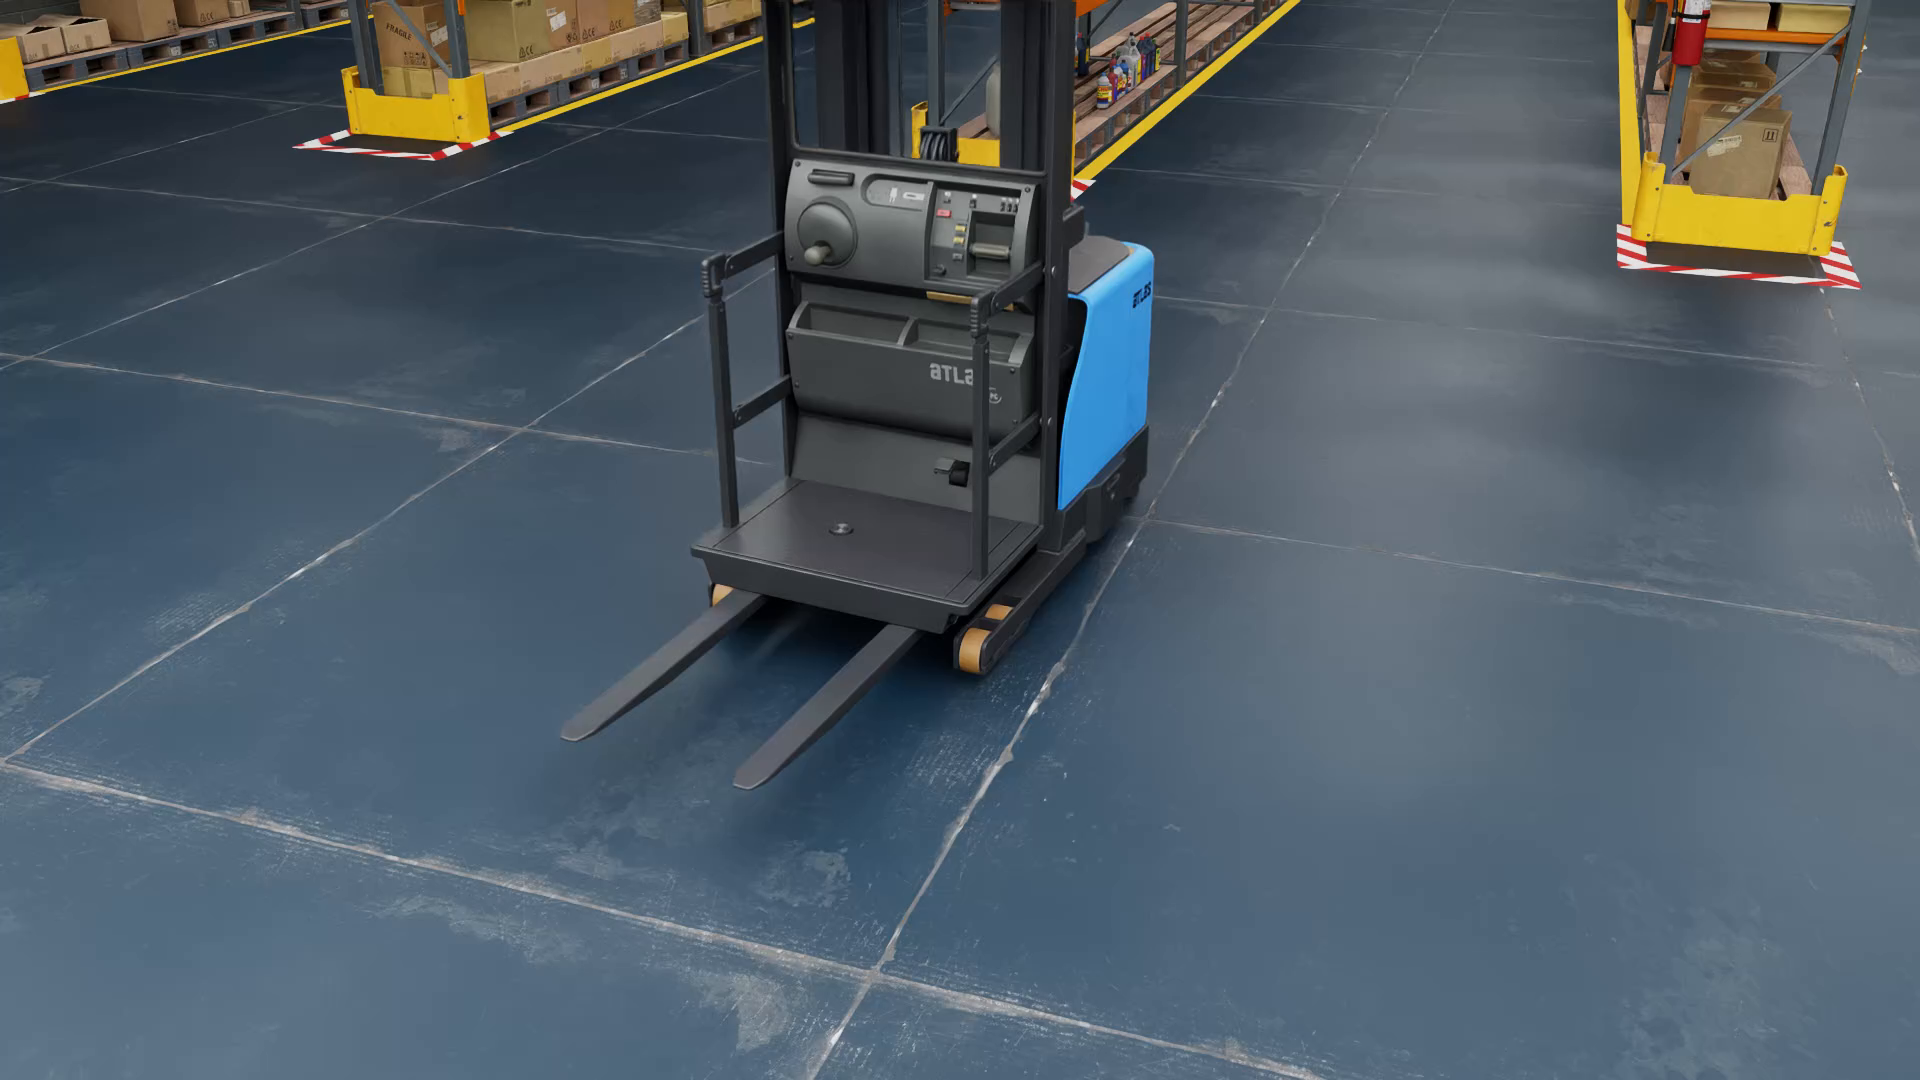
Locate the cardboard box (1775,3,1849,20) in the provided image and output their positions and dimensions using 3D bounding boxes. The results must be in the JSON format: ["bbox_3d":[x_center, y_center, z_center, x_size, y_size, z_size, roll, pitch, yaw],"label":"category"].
[{"bbox_3d":[5.351,-3.318,10.449,0.380,0.149,0.250,9,27,17],"label":"cardboard box"}]

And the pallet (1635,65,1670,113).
[{"bbox_3d":[6.519,-3.957,14.681,1.003,0.211,1.213,9,27,17],"label":"pallet"}]

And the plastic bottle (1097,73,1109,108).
[{"bbox_3d":[1.156,-3.637,13.445,0.097,0.271,0.097,0,26,0],"label":"plastic bottle"}]

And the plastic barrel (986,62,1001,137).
[{"bbox_3d":[0.406,-3.317,12.533,0.421,0.512,0.421,0,26,0],"label":"plastic barrel"}]

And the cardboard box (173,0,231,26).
[{"bbox_3d":[-8.060,-5.688,17.419,0.500,0.500,0.500,7,27,14],"label":"cardboard box"}]

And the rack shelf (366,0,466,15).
[{"bbox_3d":[-3.745,-5.185,14.842,1.077,0.370,4.000,9,27,17],"label":"rack shelf"}]

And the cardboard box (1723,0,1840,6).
[{"bbox_3d":[5.139,-3.649,10.389,0.875,0.500,0.500,9,27,17],"label":"cardboard box"}]

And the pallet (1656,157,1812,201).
[{"bbox_3d":[5.259,-2.353,11.368,1.003,0.211,1.213,9,27,17],"label":"pallet"}]

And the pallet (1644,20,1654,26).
[{"bbox_3d":[7.926,-5.594,18.061,1.003,0.211,1.213,9,27,17],"label":"pallet"}]

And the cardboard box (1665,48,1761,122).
[{"bbox_3d":[5.907,-3.561,13.049,0.500,0.500,0.500,19,32,34],"label":"cardboard box"}]

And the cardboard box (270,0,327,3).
[{"bbox_3d":[-7.523,-6.425,18.941,0.700,0.500,0.500,10,27,19],"label":"cardboard box"}]

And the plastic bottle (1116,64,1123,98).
[{"bbox_3d":[1.304,-3.819,13.821,0.097,0.271,0.097,0,26,0],"label":"plastic bottle"}]

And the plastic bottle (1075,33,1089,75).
[{"bbox_3d":[1.066,-4.324,14.773,0.144,0.351,0.185,9,27,17],"label":"plastic bottle"}]

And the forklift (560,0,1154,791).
[{"bbox_3d":[-0.271,-1.063,5.582,1.130,2.935,3.031,11,28,22],"label":"forklift"}]

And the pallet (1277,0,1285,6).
[{"bbox_3d":[3.552,-6.829,20.612,1.003,0.211,1.213,9,27,17],"label":"pallet"}]

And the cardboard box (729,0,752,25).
[{"bbox_3d":[-2.540,-5.621,17.592,0.500,0.250,0.500,9,27,19],"label":"cardboard box"}]

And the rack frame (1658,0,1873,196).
[{"bbox_3d":[4.930,-3.248,10.017,1.000,3.000,0.127,9,27,17],"label":"rack frame"}]

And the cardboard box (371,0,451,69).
[{"bbox_3d":[-4.513,-4.239,13.876,0.500,0.500,0.500,9,27,17],"label":"cardboard box"}]

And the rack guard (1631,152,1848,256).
[{"bbox_3d":[4.955,-2.155,10.626,1.175,0.500,0.348,9,27,17],"label":"rack guard"}]

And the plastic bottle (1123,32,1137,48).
[{"bbox_3d":[1.512,-4.331,14.787,0.144,0.351,0.185,9,27,17],"label":"plastic bottle"}]

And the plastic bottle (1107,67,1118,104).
[{"bbox_3d":[1.249,-3.732,13.629,0.061,0.283,0.133,9,27,18],"label":"plastic bottle"}]

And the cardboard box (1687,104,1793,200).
[{"bbox_3d":[5.154,-2.567,10.995,0.500,0.500,0.500,14,29,27],"label":"cardboard box"}]

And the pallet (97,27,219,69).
[{"bbox_3d":[-8.347,-5.008,16.851,1.003,0.211,1.213,9,27,17],"label":"pallet"}]

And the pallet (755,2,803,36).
[{"bbox_3d":[-2.467,-5.887,18.666,1.003,0.211,1.213,9,27,17],"label":"pallet"}]

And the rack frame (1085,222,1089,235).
[{"bbox_3d":[0.466,-0.916,7.438,0.200,1.050,0.008,11,28,22],"label":"rack frame"}]

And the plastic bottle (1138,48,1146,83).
[{"bbox_3d":[1.569,-4.128,14.445,0.061,0.283,0.133,11,28,21],"label":"plastic bottle"}]

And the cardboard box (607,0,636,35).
[{"bbox_3d":[-3.368,-4.987,15.421,0.500,0.500,0.500,9,27,17],"label":"cardboard box"}]

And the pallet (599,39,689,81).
[{"bbox_3d":[-3.384,-4.755,16.328,1.003,0.211,1.213,9,27,17],"label":"pallet"}]

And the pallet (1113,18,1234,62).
[{"bbox_3d":[2.219,-5.187,17.220,1.003,0.211,1.213,9,27,17],"label":"pallet"}]

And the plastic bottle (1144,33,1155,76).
[{"bbox_3d":[1.648,-4.310,14.744,0.144,0.351,0.185,8,27,16],"label":"plastic bottle"}]

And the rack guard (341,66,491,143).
[{"bbox_3d":[-4.419,-3.552,13.512,1.175,0.500,0.348,9,27,17],"label":"rack guard"}]

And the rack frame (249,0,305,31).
[{"bbox_3d":[-7.752,-7.047,17.863,1.000,3.000,0.127,9,27,17],"label":"rack frame"}]

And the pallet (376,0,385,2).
[{"bbox_3d":[-7.090,-6.615,20.171,1.003,0.211,1.213,9,27,17],"label":"pallet"}]

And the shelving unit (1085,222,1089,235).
[{"bbox_3d":[0.414,-0.868,7.338,0.215,1.050,0.252,11,28,22],"label":"shelving unit"}]

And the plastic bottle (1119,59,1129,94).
[{"bbox_3d":[1.371,-3.902,13.993,0.097,0.271,0.097,0,26,0],"label":"plastic bottle"}]

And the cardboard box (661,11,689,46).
[{"bbox_3d":[-3.028,-5.060,16.431,0.500,0.250,0.500,9,27,17],"label":"cardboard box"}]

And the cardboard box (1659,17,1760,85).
[{"bbox_3d":[6.486,-4.214,14.376,0.700,0.500,0.500,7,27,13],"label":"cardboard box"}]

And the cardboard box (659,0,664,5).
[{"bbox_3d":[-3.215,-5.742,17.197,0.500,0.311,0.500,9,27,17],"label":"cardboard box"}]

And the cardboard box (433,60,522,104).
[{"bbox_3d":[-4.022,-3.826,13.884,0.500,0.250,0.500,9,27,17],"label":"cardboard box"}]

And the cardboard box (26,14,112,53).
[{"bbox_3d":[-8.578,-4.897,16.002,0.500,0.311,0.500,11,28,22],"label":"cardboard box"}]

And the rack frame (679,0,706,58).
[{"bbox_3d":[-3.079,-6.330,16.382,1.000,3.000,0.127,9,27,17],"label":"rack frame"}]

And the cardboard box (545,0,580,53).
[{"bbox_3d":[-3.703,-4.577,14.573,0.500,0.500,0.500,9,27,17],"label":"cardboard box"}]

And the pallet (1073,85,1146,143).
[{"bbox_3d":[0.923,-3.582,13.907,1.003,0.211,1.213,9,27,17],"label":"pallet"}]

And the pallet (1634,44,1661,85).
[{"bbox_3d":[6.923,-4.460,15.720,1.003,0.211,1.213,9,27,17],"label":"pallet"}]

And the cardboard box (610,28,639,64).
[{"bbox_3d":[-3.356,-4.648,15.581,0.500,0.250,0.500,9,27,17],"label":"cardboard box"}]

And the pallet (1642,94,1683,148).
[{"bbox_3d":[6.071,-3.356,13.439,1.003,0.211,1.213,9,27,17],"label":"pallet"}]

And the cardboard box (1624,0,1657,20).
[{"bbox_3d":[7.841,-6.049,17.758,1.225,0.875,0.875,7,27,15],"label":"cardboard box"}]

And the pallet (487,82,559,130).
[{"bbox_3d":[-4.196,-3.752,14.257,1.003,0.211,1.213,9,27,17],"label":"pallet"}]

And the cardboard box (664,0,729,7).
[{"bbox_3d":[-2.707,-5.668,17.044,0.500,0.311,0.500,9,27,18],"label":"cardboard box"}]

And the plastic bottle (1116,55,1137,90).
[{"bbox_3d":[1.419,-3.998,14.187,0.152,0.276,0.135,9,27,18],"label":"plastic bottle"}]

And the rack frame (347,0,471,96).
[{"bbox_3d":[-4.411,-4.687,12.987,1.000,3.000,0.127,9,27,17],"label":"rack frame"}]

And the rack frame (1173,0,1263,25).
[{"bbox_3d":[2.921,-7.254,18.291,1.000,3.000,0.127,9,27,17],"label":"rack frame"}]

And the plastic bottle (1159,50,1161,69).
[{"bbox_3d":[1.763,-4.355,15.008,0.097,0.201,0.097,0,26,0],"label":"plastic bottle"}]

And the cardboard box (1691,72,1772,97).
[{"bbox_3d":[5.546,-3.072,12.039,0.500,0.500,0.500,11,28,22],"label":"cardboard box"}]

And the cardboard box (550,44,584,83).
[{"bbox_3d":[-3.693,-4.238,14.733,0.500,0.250,0.500,9,27,17],"label":"cardboard box"}]

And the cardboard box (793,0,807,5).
[{"bbox_3d":[-2.032,-6.255,18.901,0.500,0.250,0.500,9,27,19],"label":"cardboard box"}]

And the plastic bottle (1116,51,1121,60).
[{"bbox_3d":[1.371,-4.072,14.331,0.061,0.283,0.133,9,27,17],"label":"plastic bottle"}]

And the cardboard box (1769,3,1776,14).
[{"bbox_3d":[5.512,-3.524,10.875,0.380,0.149,0.250,9,27,17],"label":"cardboard box"}]
